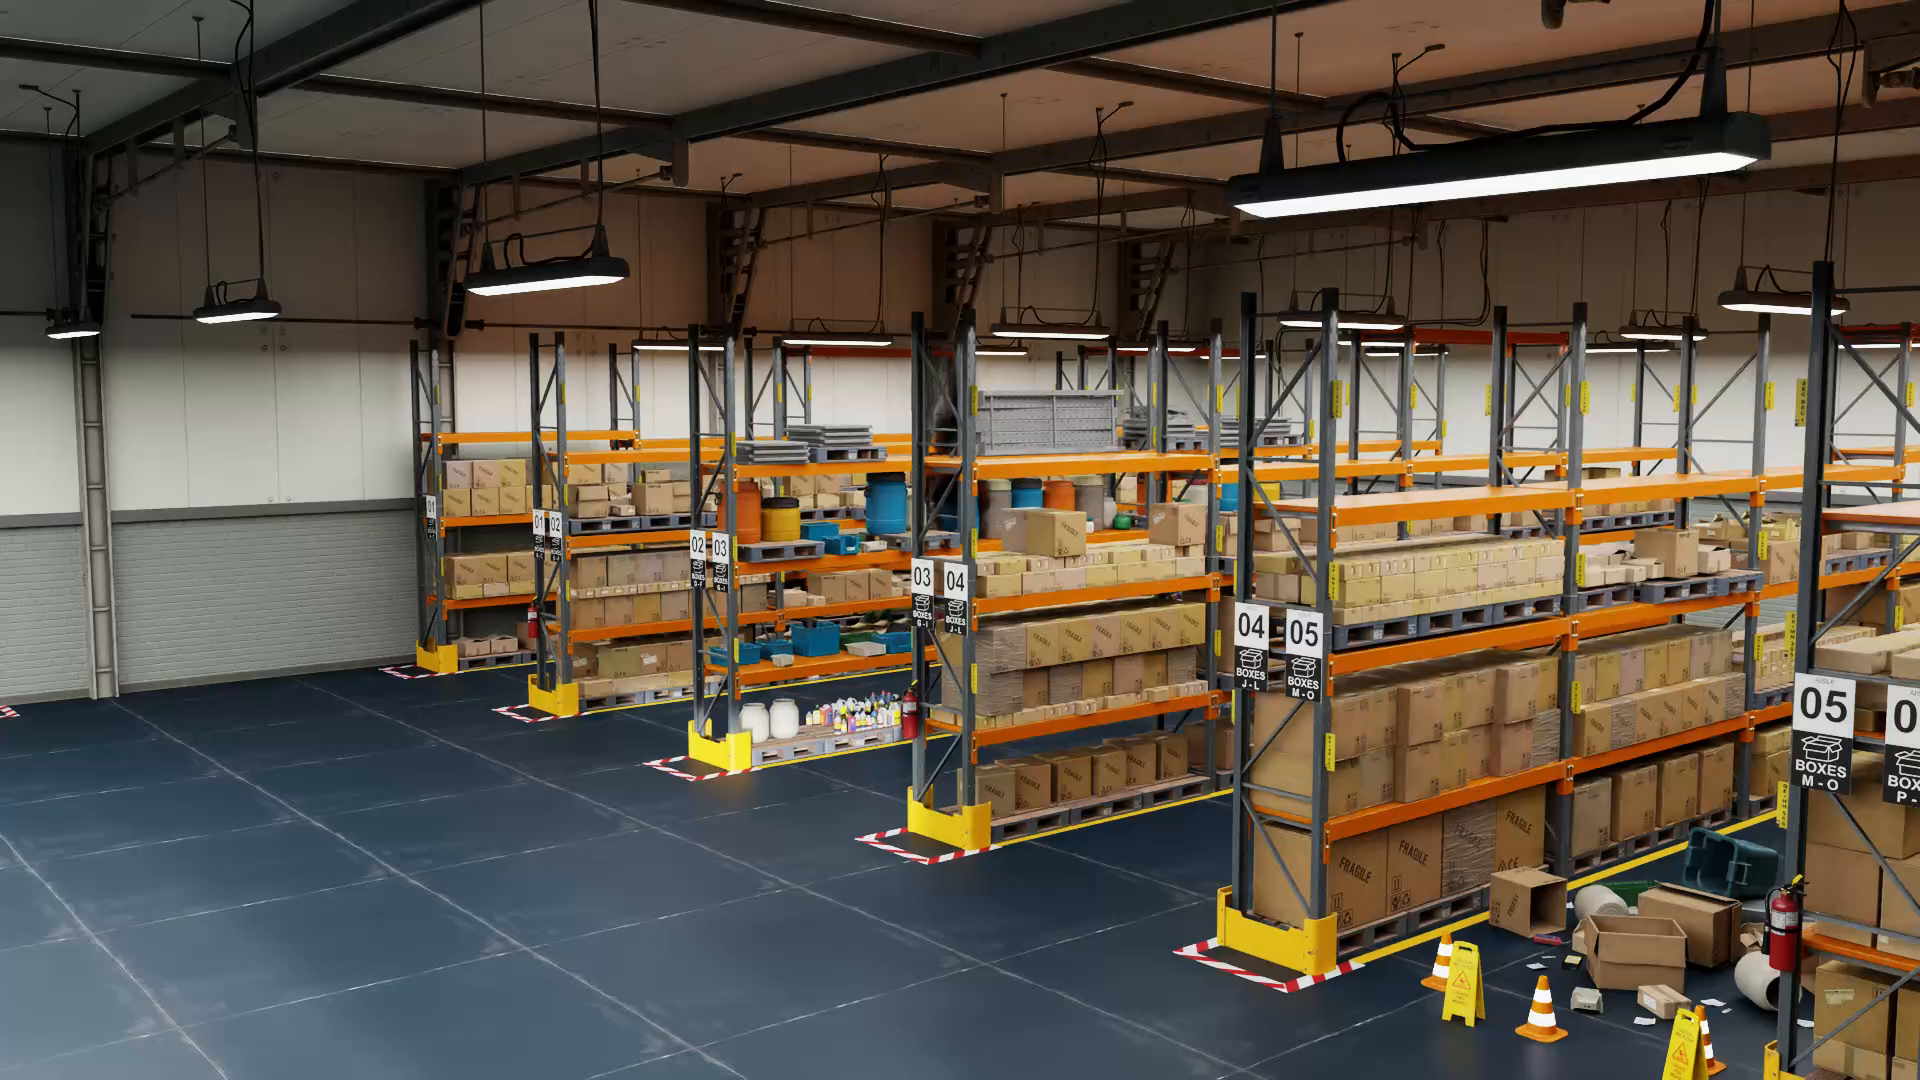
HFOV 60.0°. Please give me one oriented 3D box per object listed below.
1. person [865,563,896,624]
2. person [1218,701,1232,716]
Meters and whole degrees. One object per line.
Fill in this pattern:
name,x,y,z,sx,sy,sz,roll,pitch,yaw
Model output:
person,-1.548,1.222,33.147,0.667,1.788,0.910,5,7,42
person,4.099,1.937,26.116,0.532,1.624,0.812,4,7,37
